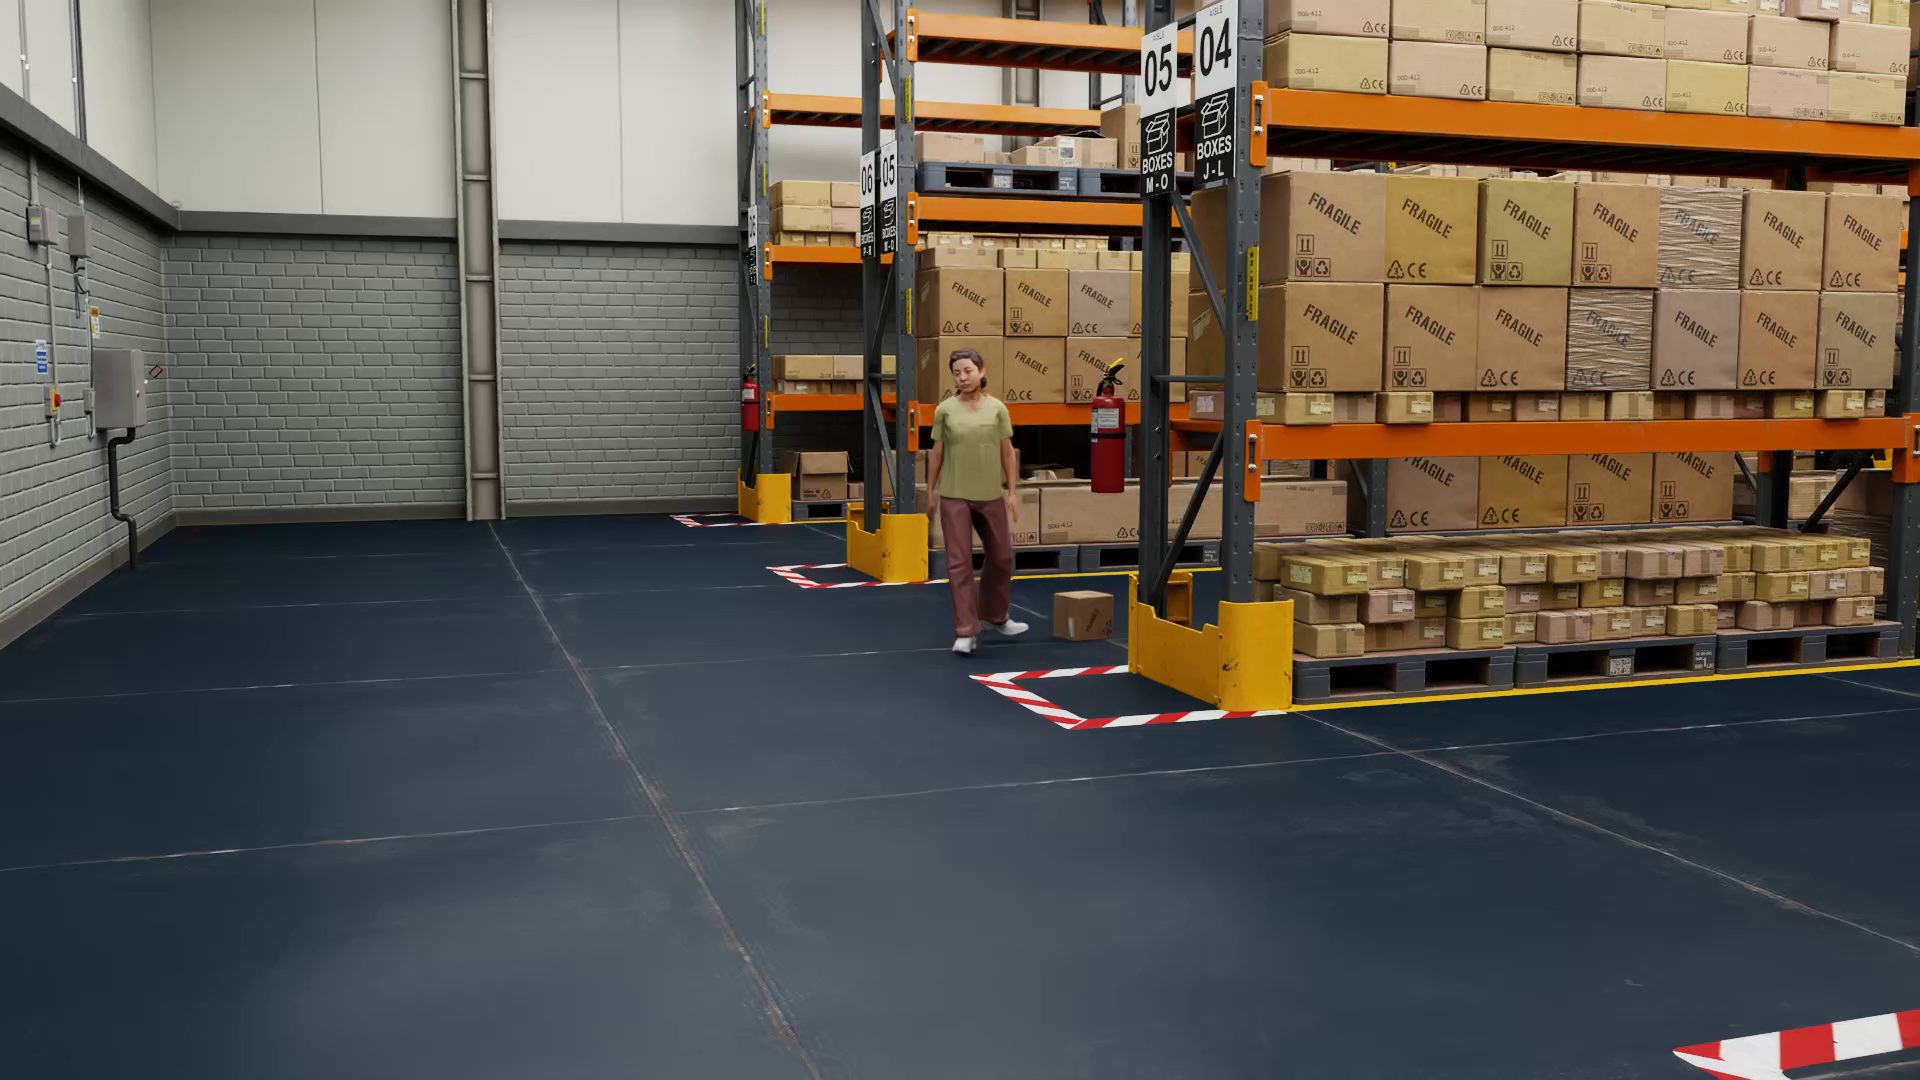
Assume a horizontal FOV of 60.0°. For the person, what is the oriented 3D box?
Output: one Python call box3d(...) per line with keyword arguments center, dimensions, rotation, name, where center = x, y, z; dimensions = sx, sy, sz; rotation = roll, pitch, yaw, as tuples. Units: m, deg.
box3d(center=(0.116, -0.230, 9.224), dimensions=(0.604, 1.664, 0.605), rotation=(-1, 6, -7), name="person")
